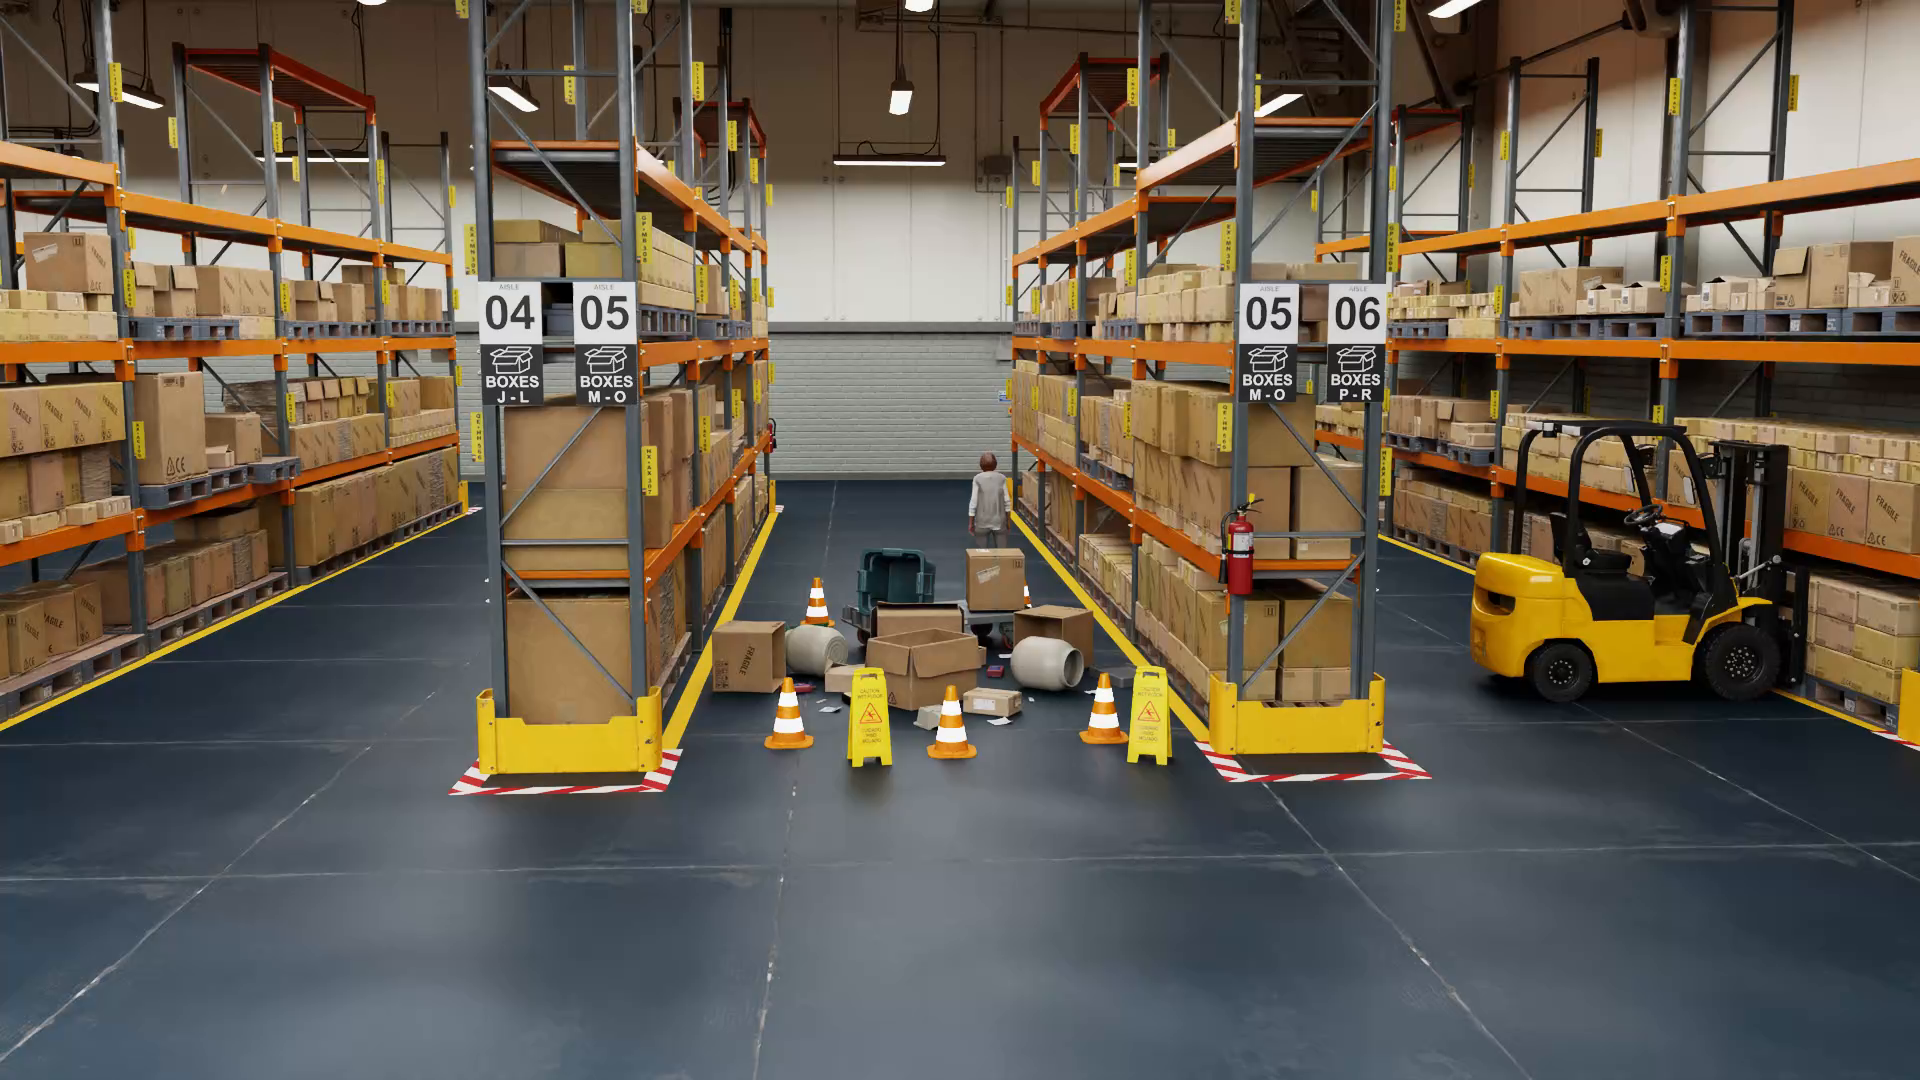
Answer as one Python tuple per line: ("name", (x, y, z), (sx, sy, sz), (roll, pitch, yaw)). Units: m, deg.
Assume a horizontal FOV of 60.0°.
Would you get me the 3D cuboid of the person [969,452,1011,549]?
("person", (0.332, -0.157, 18.064), (0.484, 1.594, 0.369), (-1, 7, -6))
